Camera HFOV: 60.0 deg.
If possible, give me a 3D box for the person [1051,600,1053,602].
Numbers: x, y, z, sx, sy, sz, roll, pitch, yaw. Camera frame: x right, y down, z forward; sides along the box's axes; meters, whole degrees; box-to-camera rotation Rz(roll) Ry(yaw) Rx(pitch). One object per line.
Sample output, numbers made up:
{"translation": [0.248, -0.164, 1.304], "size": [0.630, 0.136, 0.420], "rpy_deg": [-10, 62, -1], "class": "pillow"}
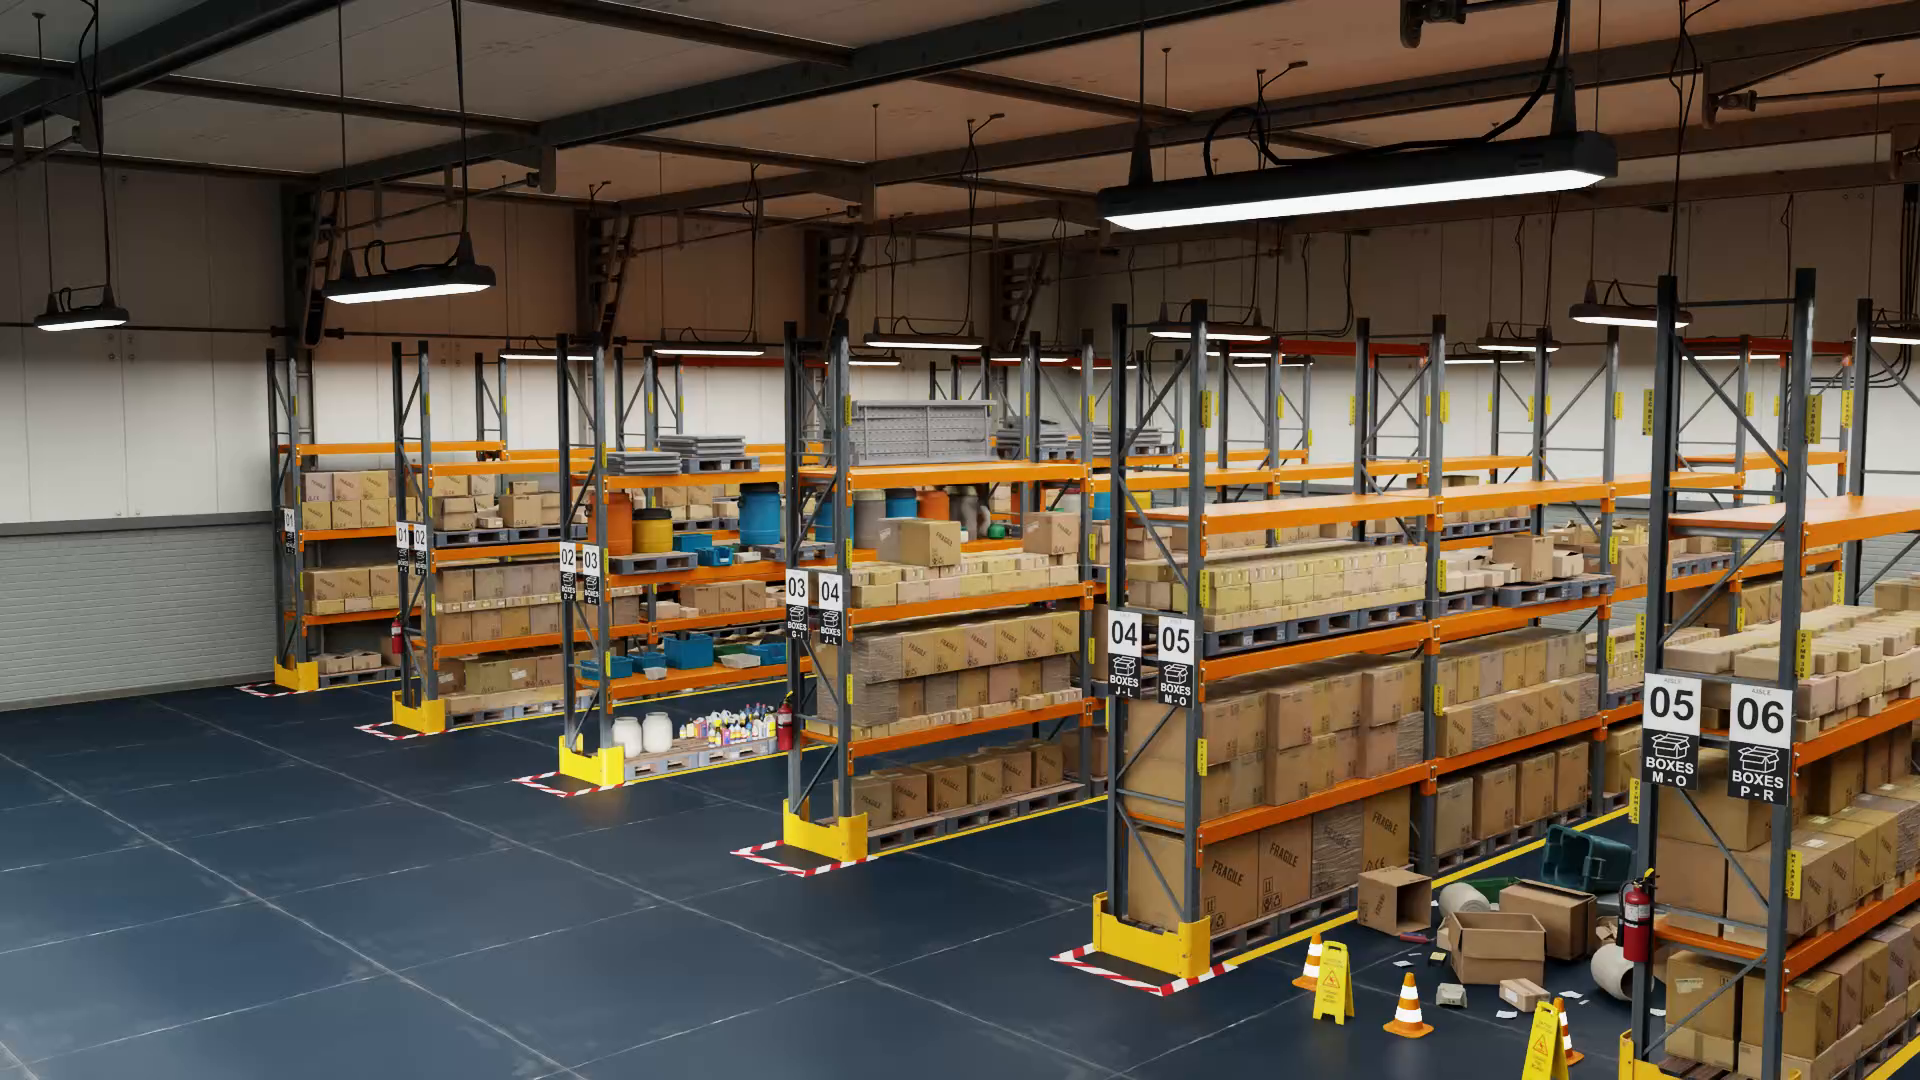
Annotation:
{"translation": [2.393, 0.908, 39.590], "size": [0.568, 1.634, 0.839], "rpy_deg": [-4, 6, -37], "class": "person"}
